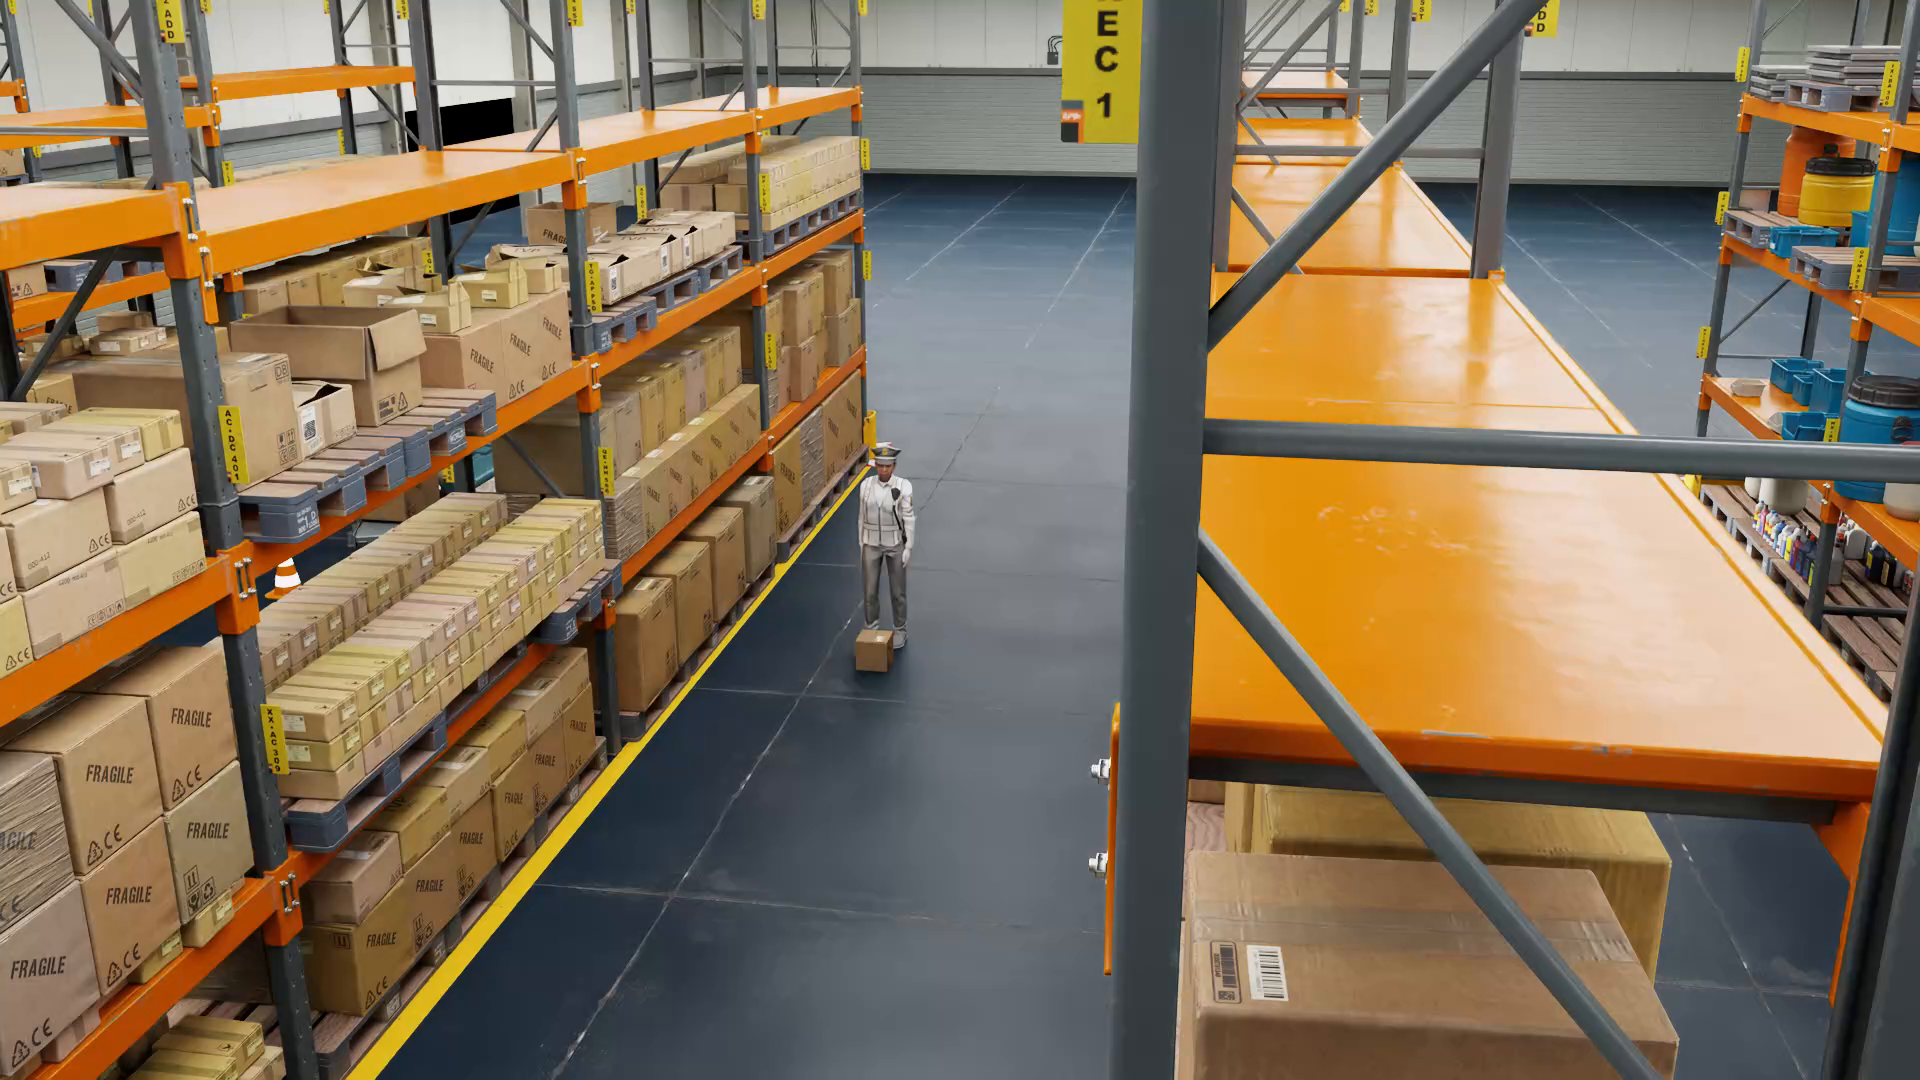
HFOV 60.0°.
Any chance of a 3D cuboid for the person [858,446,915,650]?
[{"bbox_3d":[-0.592,0.055,13.304,0.465,1.680,0.340,3,18,10],"label":"person"}]
